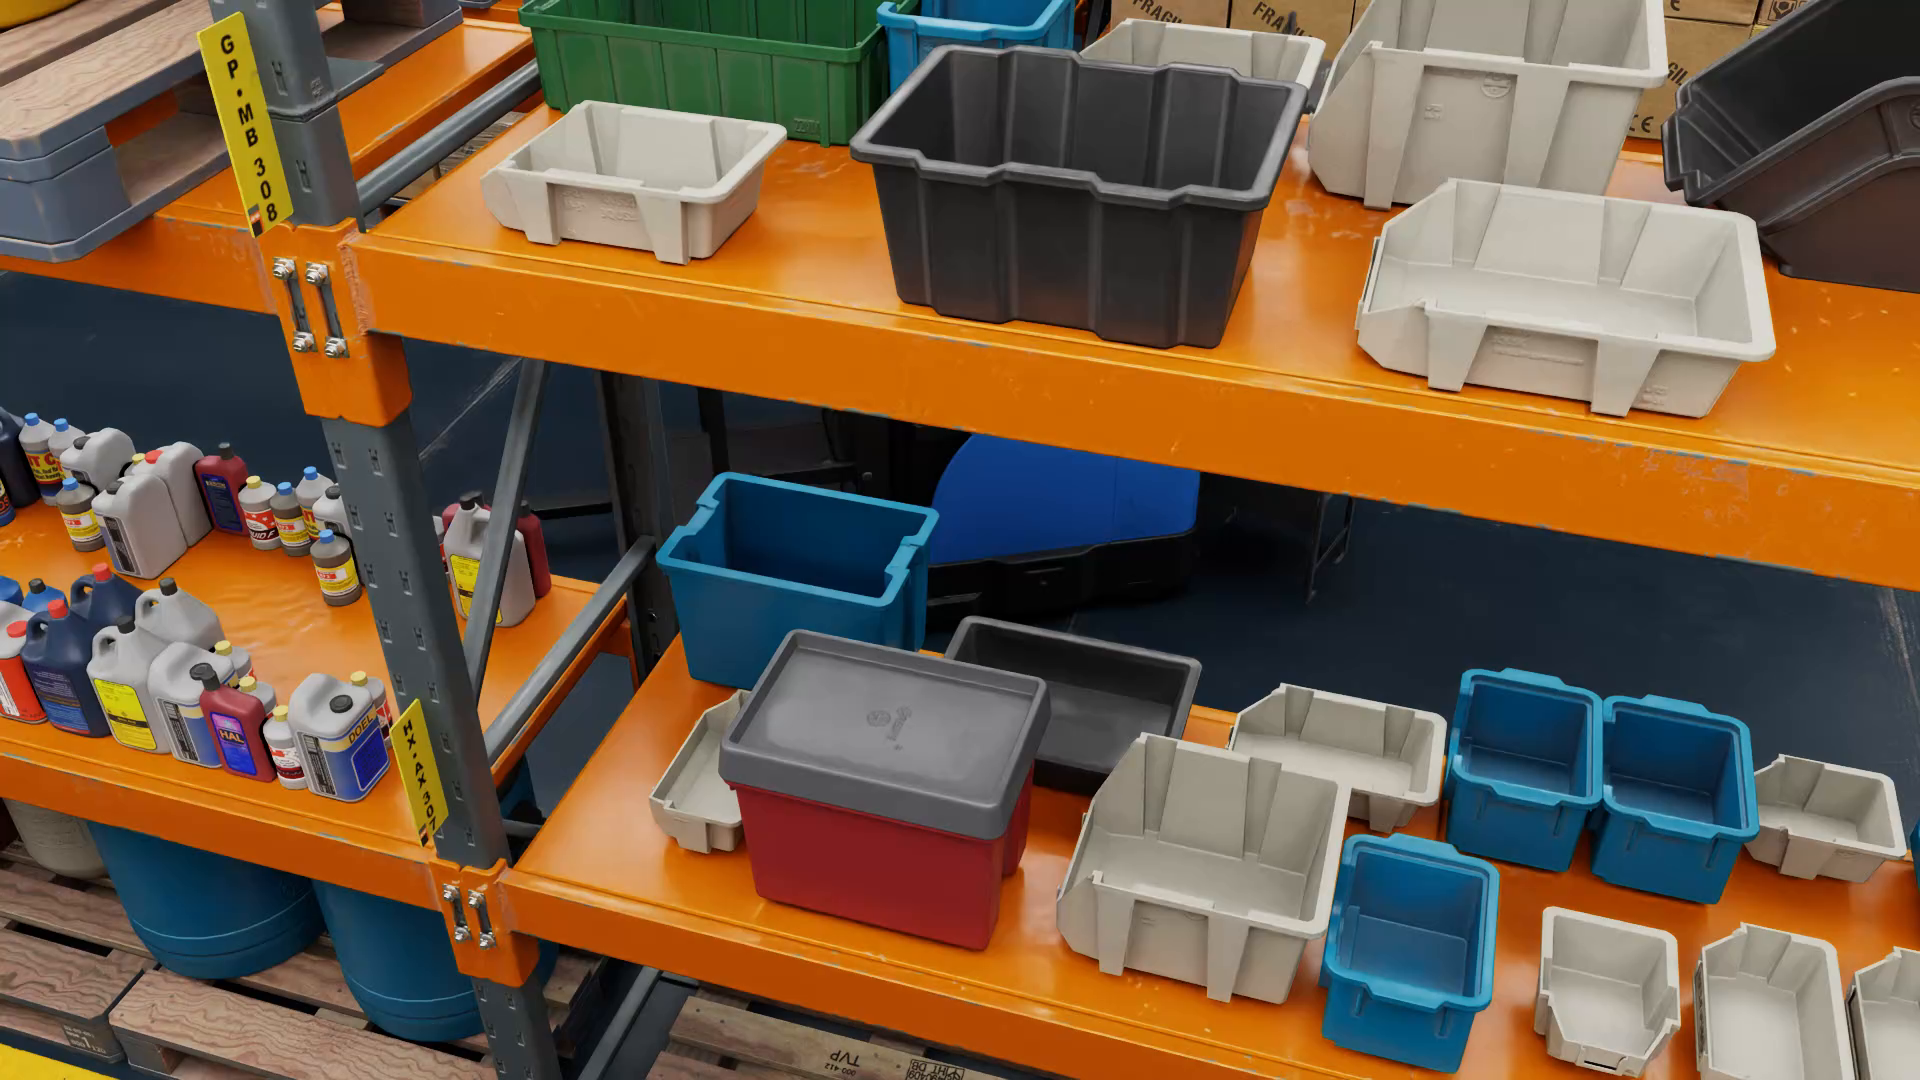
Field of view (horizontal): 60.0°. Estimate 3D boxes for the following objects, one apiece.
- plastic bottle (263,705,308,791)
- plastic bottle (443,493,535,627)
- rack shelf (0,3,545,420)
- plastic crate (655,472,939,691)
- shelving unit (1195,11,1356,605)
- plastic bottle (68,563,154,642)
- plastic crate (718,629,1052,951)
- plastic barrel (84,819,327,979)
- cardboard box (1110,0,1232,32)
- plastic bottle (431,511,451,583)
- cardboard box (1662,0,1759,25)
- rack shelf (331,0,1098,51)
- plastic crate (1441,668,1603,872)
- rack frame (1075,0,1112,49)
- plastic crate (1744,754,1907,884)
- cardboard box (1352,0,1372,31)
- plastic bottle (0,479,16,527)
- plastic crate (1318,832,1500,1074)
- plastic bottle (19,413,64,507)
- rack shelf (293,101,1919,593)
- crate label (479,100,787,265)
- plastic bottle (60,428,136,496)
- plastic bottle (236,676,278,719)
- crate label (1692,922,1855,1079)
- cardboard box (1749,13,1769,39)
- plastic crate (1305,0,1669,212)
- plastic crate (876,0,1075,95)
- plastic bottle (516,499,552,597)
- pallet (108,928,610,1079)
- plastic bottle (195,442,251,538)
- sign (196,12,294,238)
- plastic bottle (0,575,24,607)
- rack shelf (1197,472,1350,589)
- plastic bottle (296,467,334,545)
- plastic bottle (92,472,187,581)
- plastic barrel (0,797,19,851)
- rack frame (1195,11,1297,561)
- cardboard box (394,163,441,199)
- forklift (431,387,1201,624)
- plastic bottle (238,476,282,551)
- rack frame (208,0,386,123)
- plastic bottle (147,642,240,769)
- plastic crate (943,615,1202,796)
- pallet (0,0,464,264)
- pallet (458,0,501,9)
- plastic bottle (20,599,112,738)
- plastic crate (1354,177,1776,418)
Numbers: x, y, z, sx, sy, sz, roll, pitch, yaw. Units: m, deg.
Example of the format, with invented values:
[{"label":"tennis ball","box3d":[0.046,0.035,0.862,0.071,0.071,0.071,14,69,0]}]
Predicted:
[{"label":"plastic bottle","box3d":[-1.512,0.460,3.762,0.097,0.201,0.097,0,36,0]},{"label":"plastic bottle","box3d":[-1.199,0.039,4.208,0.185,0.351,0.144,10,38,14]},{"label":"rack shelf","box3d":[-2.830,-1.000,3.654,4.000,0.370,1.077,10,38,14]},{"label":"plastic crate","box3d":[-0.373,0.144,3.987,0.575,0.384,0.392,10,38,14]},{"label":"shelving unit","box3d":[1.234,-0.774,6.030,0.503,2.100,0.431,21,41,26]},{"label":"plastic bottle","box3d":[-2.029,0.200,3.989,0.185,0.351,0.144,10,38,14]},{"label":"plastic crate","box3d":[-0.143,0.522,3.406,0.583,0.464,0.402,10,38,14]},{"label":"plastic barrel","box3d":[-2.111,0.717,4.661,0.708,0.901,0.600,10,38,14]},{"label":"cardboard box","box3d":[0.965,-2.326,7.295,0.500,0.500,0.500,11,38,15]},{"label":"plastic bottle","box3d":[-1.386,0.012,4.371,0.097,0.201,0.097,0,36,0]},{"label":"cardboard box","box3d":[2.892,-2.367,6.507,0.500,0.500,0.500,11,38,15]},{"label":"rack shelf","box3d":[-1.349,-2.594,8.350,4.000,0.370,1.077,10,38,14]},{"label":"plastic crate","box3d":[1.217,0.507,3.622,0.300,0.233,0.416,10,38,14]},{"label":"rack frame","box3d":[0.560,-2.530,7.657,0.127,3.000,1.000,10,38,14]},{"label":"plastic crate","box3d":[1.831,0.608,3.566,0.298,0.136,0.250,10,38,14]},{"label":"cardboard box","box3d":[1.932,-2.148,7.053,0.500,0.500,0.500,10,38,14]},{"label":"plastic bottle","box3d":[-2.685,-0.167,4.555,0.097,0.271,0.097,0,36,0]},{"label":"plastic crate","box3d":[0.861,0.804,3.217,0.300,0.233,0.416,10,38,14]},{"label":"plastic bottle","box3d":[-2.549,-0.231,4.642,0.097,0.271,0.097,0,36,0]},{"label":"rack shelf","box3d":[0.988,-0.293,2.694,4.000,0.370,1.077,10,38,14]},{"label":"crate label","box3d":[-0.540,-0.580,2.699,0.466,0.136,0.293,10,38,14]},{"label":"plastic bottle","box3d":[-2.354,-0.180,4.569,0.135,0.276,0.152,10,38,14]},{"label":"plastic bottle","box3d":[-1.621,0.402,3.841,0.097,0.201,0.097,0,36,0]},{"label":"crate label","box3d":[1.520,0.925,3.135,0.243,0.136,0.396,10,38,14]},{"label":"cardboard box","box3d":[3.373,-1.878,6.687,0.500,0.500,0.500,11,38,14]},{"label":"plastic crate","box3d":[0.874,-0.748,2.805,0.530,0.282,0.437,10,38,14]},{"label":"plastic crate","box3d":[0.044,-0.888,3.037,0.300,0.233,0.416,10,38,14]},{"label":"plastic bottle","box3d":[-1.143,0.013,4.301,0.133,0.283,0.061,10,38,14]},{"label":"pallet","box3d":[-1.645,1.235,4.894,1.213,0.211,1.003,10,38,14]},{"label":"plastic bottle","box3d":[-1.991,-0.144,4.514,0.133,0.283,0.061,10,38,14]},{"label":"sign","box3d":[-1.086,-0.629,2.536,0.005,0.325,0.100,10,38,14]},{"label":"plastic bottle","box3d":[-2.332,0.186,4.076,0.097,0.271,0.097,0,36,0]},{"label":"rack shelf","box3d":[1.234,-0.199,6.453,0.480,0.518,0.431,21,41,26]},{"label":"plastic bottle","box3d":[-1.701,-0.074,4.429,0.097,0.271,0.097,0,36,0]},{"label":"plastic bottle","box3d":[-2.178,-0.053,4.396,0.135,0.276,0.152,10,38,14]},{"label":"plastic barrel","box3d":[-3.189,0.644,5.025,0.708,0.588,0.600,10,38,14]},{"label":"rack frame","box3d":[1.030,-0.853,6.137,0.015,2.100,0.400,21,41,26]},{"label":"cardboard box","box3d":[-2.909,-2.165,8.899,0.500,0.500,0.500,12,38,16]},{"label":"forklift","box3d":[-0.660,-1.081,5.746,3.031,2.935,1.130,-7,37,-9]},{"label":"plastic bottle","box3d":[-1.886,-0.080,4.496,0.097,0.201,0.097,0,36,0]},{"label":"rack frame","box3d":[-0.921,-2.144,2.072,0.127,3.000,1.000,10,38,14]},{"label":"plastic bottle","box3d":[-1.742,0.371,3.821,0.135,0.276,0.152,10,38,14]},{"label":"plastic crate","box3d":[0.228,0.404,3.851,0.590,0.125,0.437,10,38,14]},{"label":"pallet","box3d":[-1.698,-0.943,3.130,1.003,0.211,1.213,10,38,14]},{"label":"pallet","box3d":[-2.590,-3.080,8.565,1.003,0.211,1.213,10,38,14]},{"label":"plastic bottle","box3d":[-2.072,0.282,3.878,0.185,0.351,0.144,10,38,14]},{"label":"plastic crate","box3d":[0.851,-0.348,2.384,0.530,0.136,0.437,10,38,14]}]
